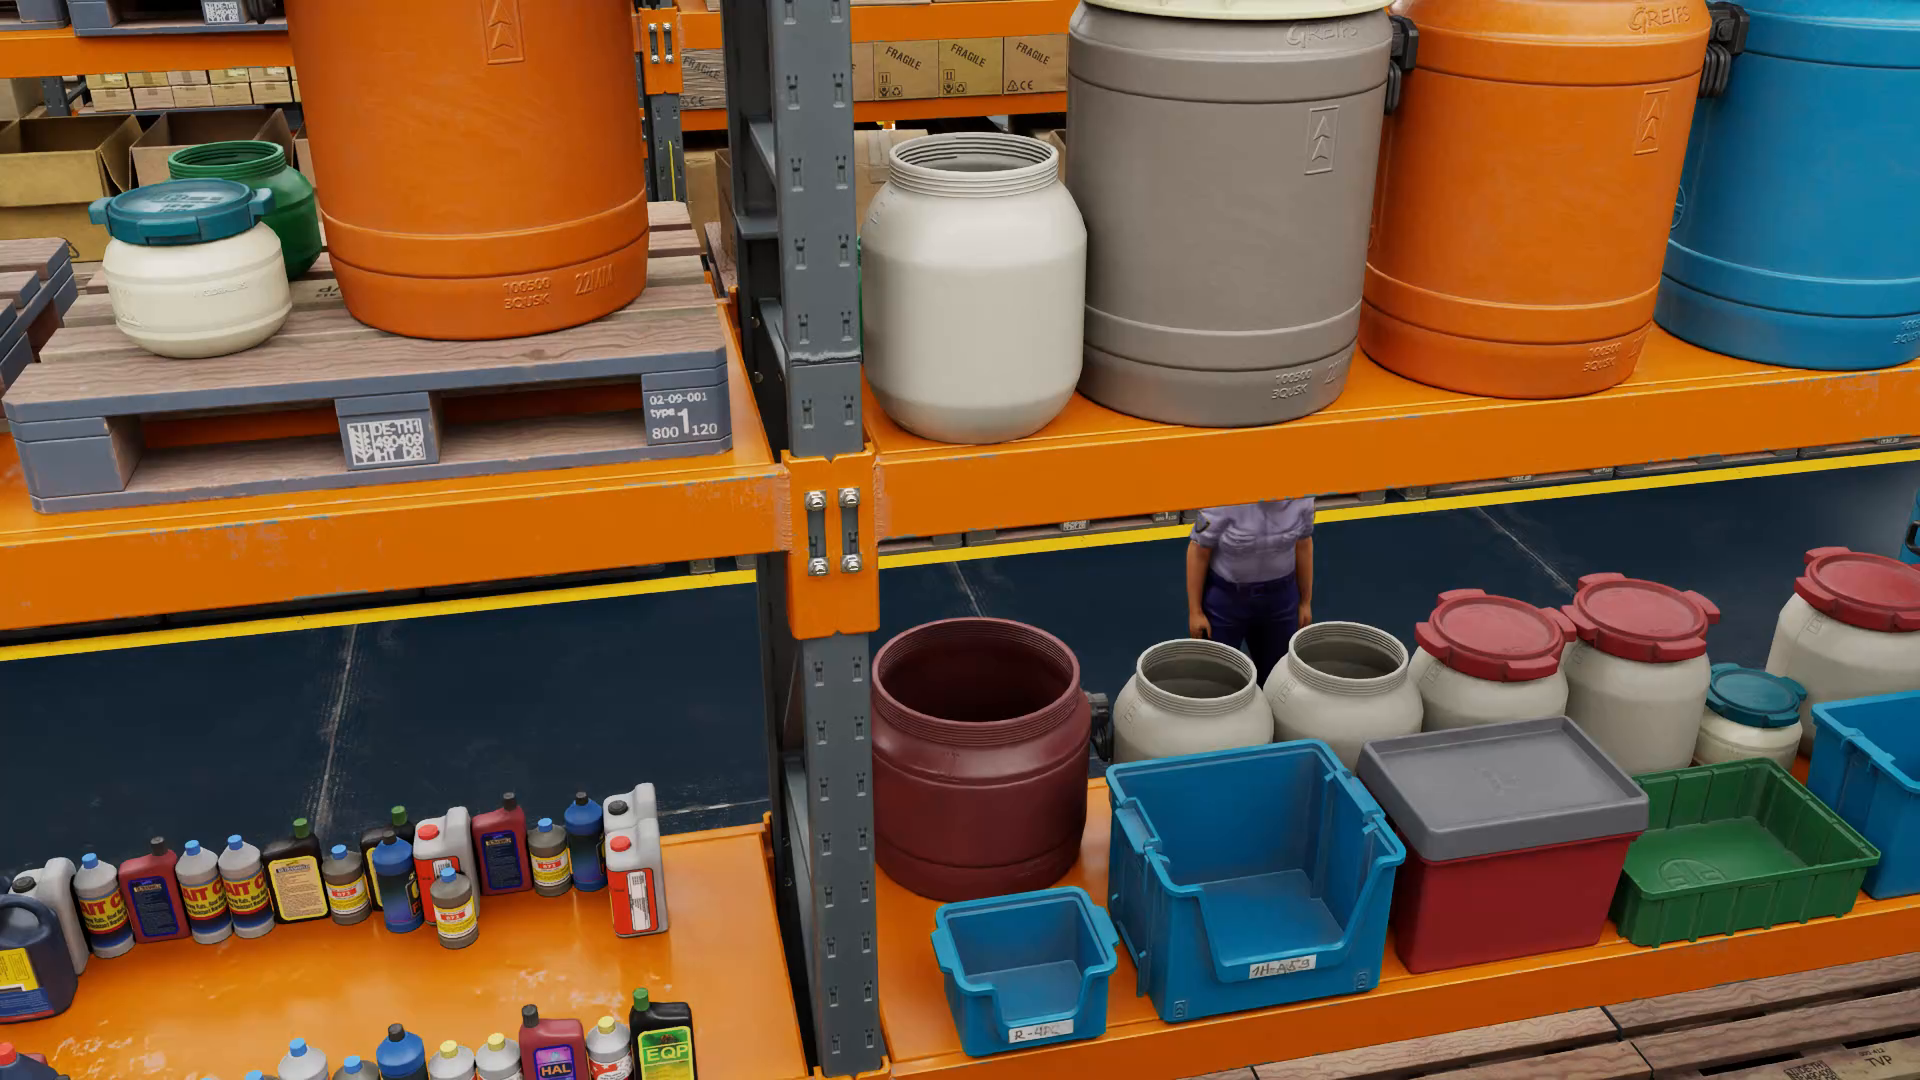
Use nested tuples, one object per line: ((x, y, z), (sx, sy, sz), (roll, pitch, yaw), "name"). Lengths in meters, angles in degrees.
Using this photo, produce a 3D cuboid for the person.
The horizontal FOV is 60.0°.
((1.141, 0.278, 6.576), (0.539, 1.652, 0.412), (-6, 27, -11), "person")
